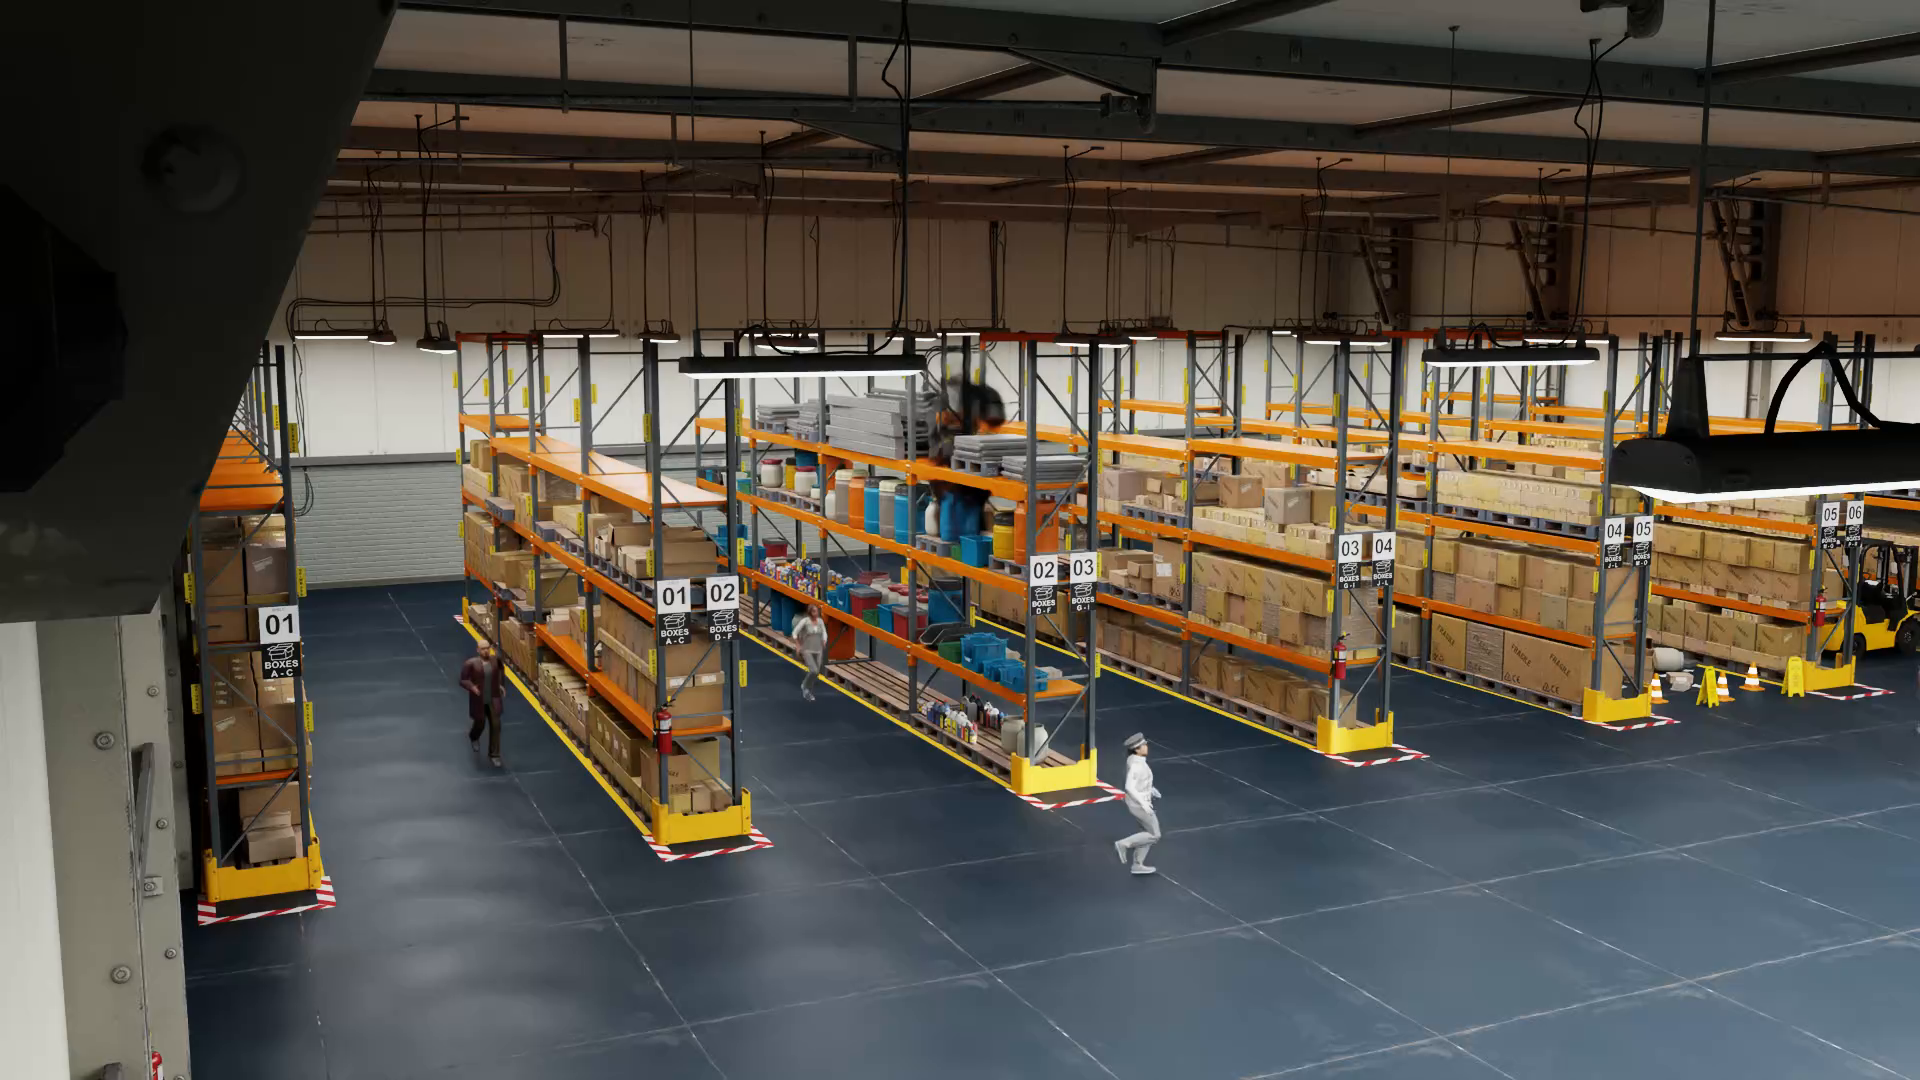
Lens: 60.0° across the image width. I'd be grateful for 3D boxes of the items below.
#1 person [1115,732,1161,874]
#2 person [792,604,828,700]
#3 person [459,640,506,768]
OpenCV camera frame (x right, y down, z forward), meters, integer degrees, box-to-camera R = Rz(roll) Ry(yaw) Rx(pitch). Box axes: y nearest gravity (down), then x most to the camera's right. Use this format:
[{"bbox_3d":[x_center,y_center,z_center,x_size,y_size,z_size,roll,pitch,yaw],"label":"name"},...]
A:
[{"bbox_3d":[2.024,2.987,18.892,0.543,1.644,0.629,0,8,0],"label":"person"},{"bbox_3d":[-2.310,1.771,26.063,0.515,1.565,0.629,-5,9,-32],"label":"person"},{"bbox_3d":[-6.763,2.317,23.630,0.690,1.679,1.042,-4,9,-29],"label":"person"}]
